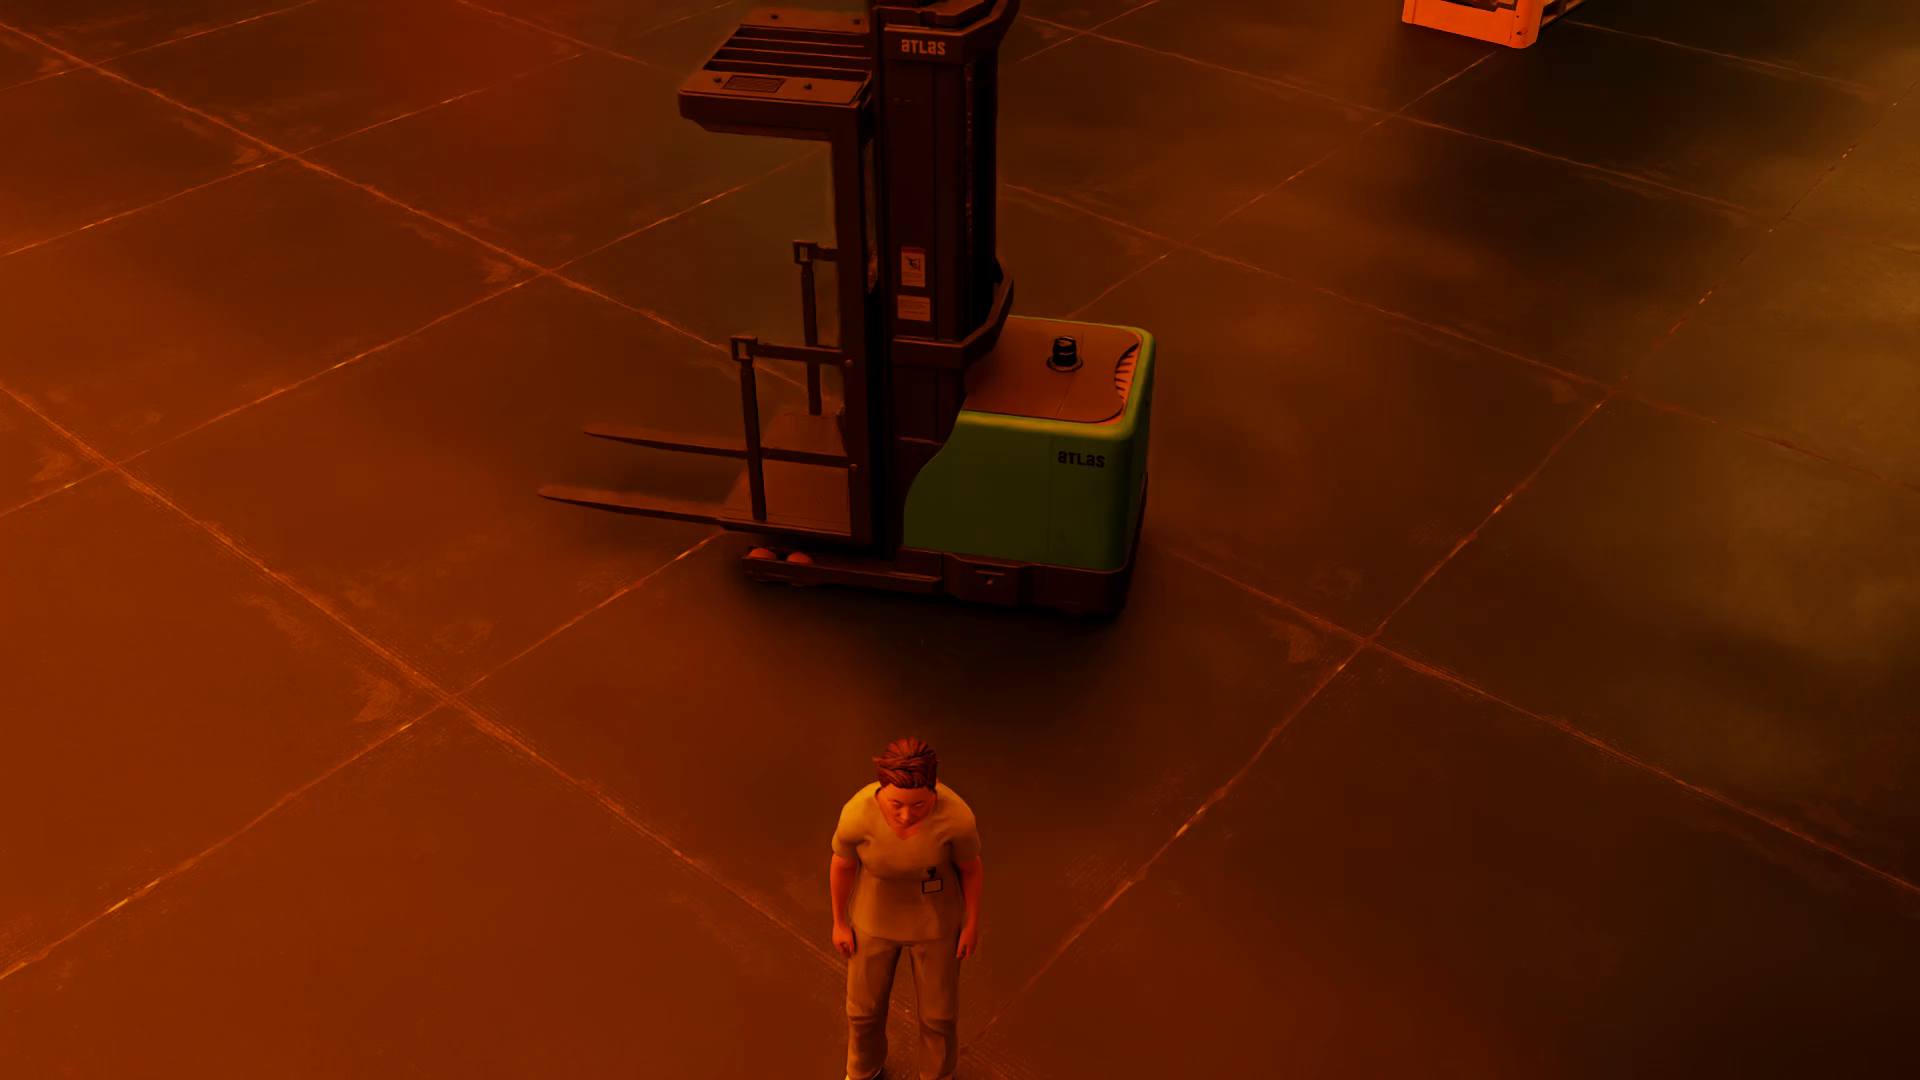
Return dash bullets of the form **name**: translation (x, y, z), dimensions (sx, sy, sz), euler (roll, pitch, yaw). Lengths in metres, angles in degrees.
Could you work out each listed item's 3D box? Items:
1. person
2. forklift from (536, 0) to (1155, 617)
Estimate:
- **person**: translation (-0.180, 1.251, 5.369), dimensions (0.501, 1.665, 0.365), euler (1, 36, 2)
- **forklift**: translation (-0.608, -1.251, 7.738), dimensions (3.031, 2.935, 1.130), euler (7, 37, 10)
